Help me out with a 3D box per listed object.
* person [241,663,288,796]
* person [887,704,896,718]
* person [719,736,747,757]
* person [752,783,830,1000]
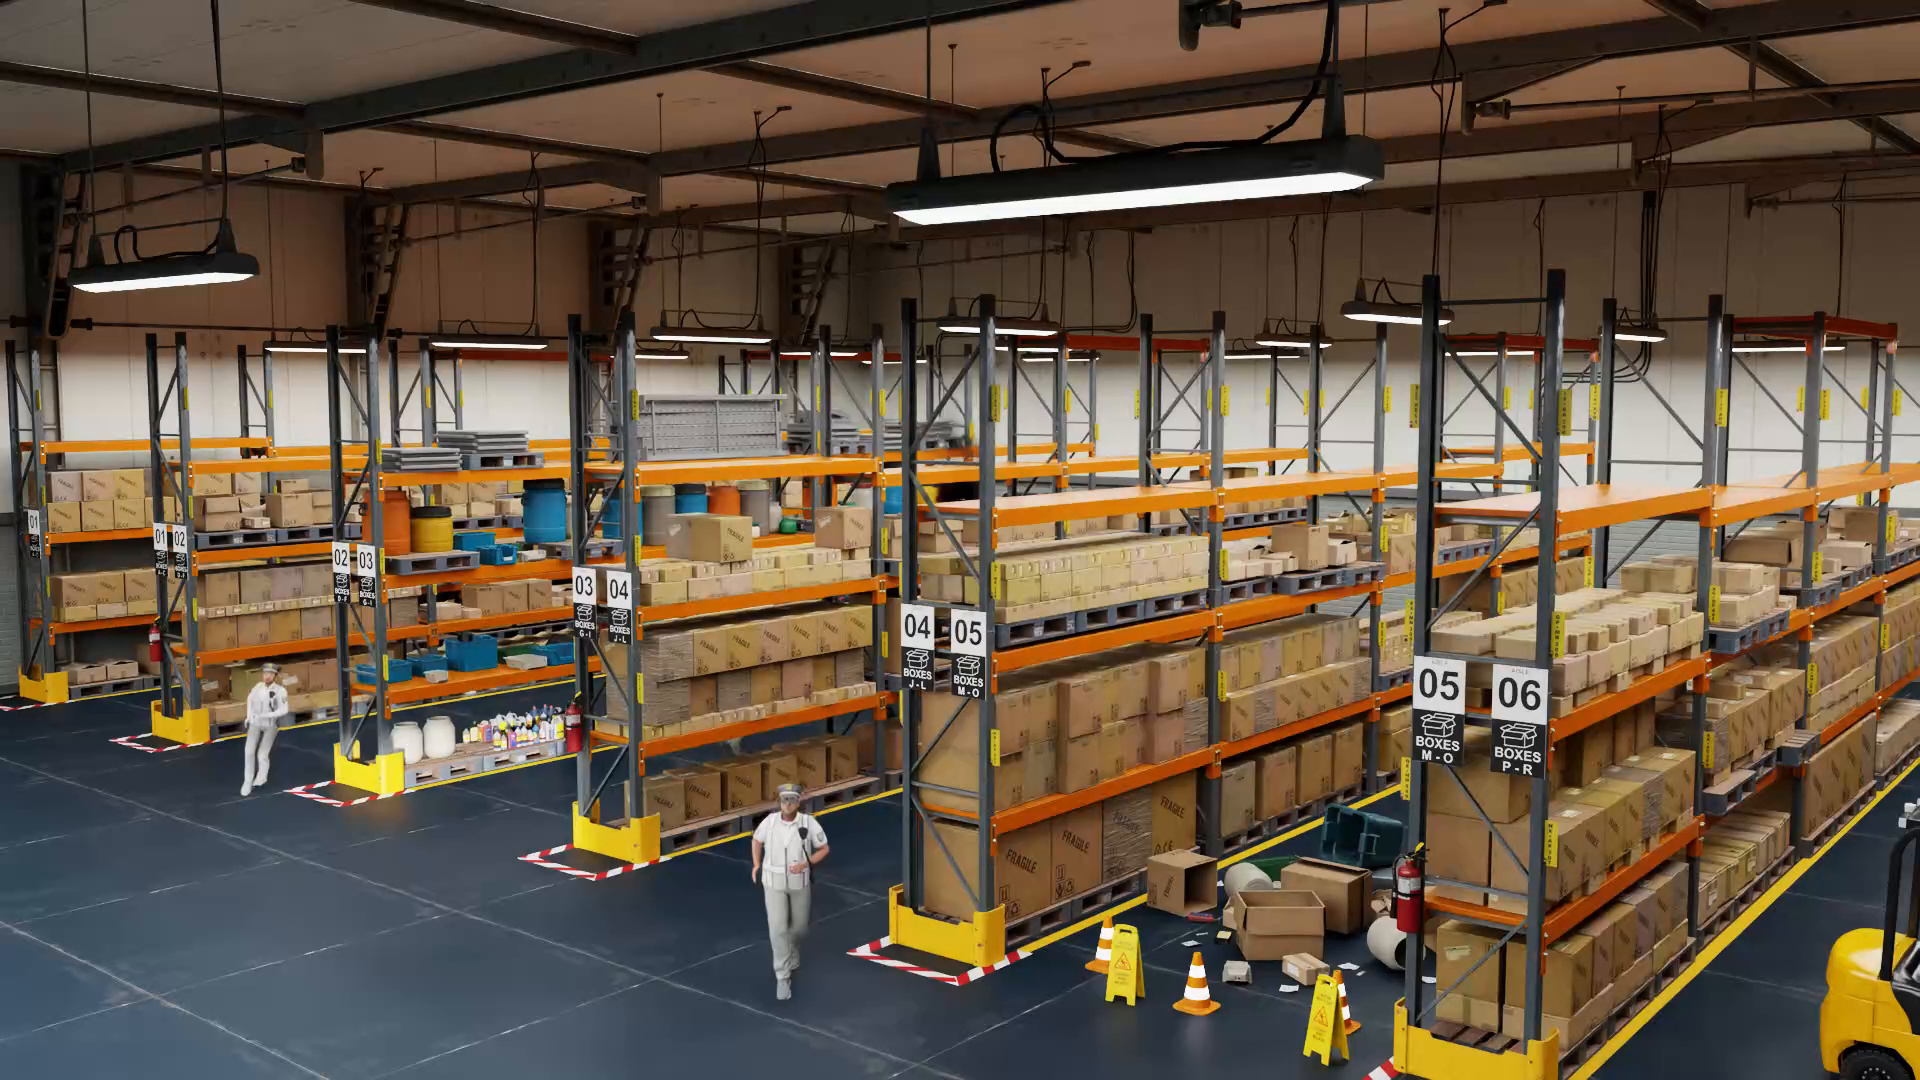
[{"bbox_3d":[-8.934,2.403,21.393,0.595,1.661,0.649,-1,5,-6],"label":"person"},{"bbox_3d":[-1.111,2.136,24.393,0.647,1.685,0.827,4,6,35],"label":"person"},{"bbox_3d":[-2.996,2.350,22.176,0.605,1.669,0.569,5,7,43],"label":"person"},{"bbox_3d":[-1.474,3.001,14.490,0.678,1.805,0.869,-1,5,-8],"label":"person"}]
